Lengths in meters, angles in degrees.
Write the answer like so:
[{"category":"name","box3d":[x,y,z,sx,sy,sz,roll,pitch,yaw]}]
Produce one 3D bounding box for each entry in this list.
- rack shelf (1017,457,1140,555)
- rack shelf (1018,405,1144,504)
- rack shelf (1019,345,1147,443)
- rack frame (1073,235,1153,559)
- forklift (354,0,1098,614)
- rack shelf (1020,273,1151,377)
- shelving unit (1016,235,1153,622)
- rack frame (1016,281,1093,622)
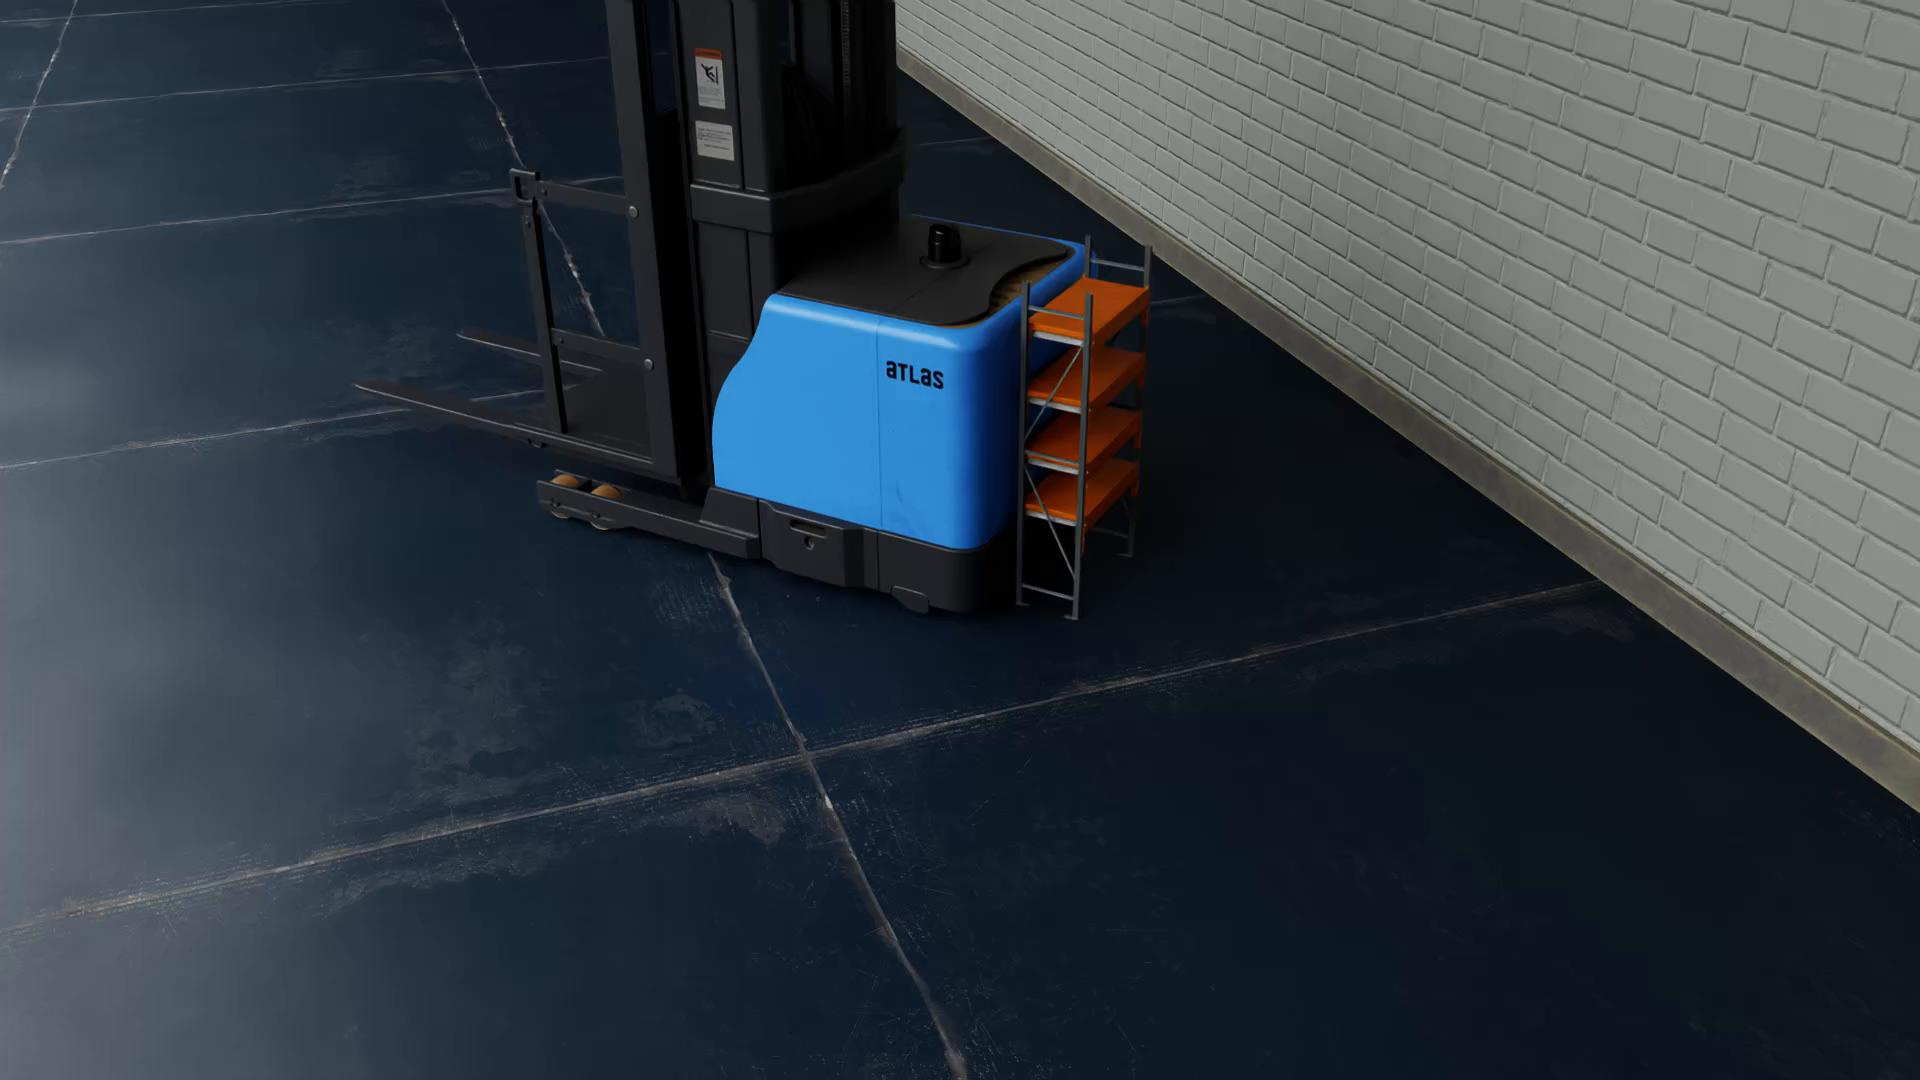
[{"category":"rack shelf","box3d":[0.419,-0.146,5.831,0.258,0.148,0.480,15,33,24]},{"category":"rack shelf","box3d":[0.420,-0.318,5.732,0.258,0.148,0.480,15,33,24]},{"category":"rack shelf","box3d":[0.420,-0.513,5.621,0.258,0.148,0.480,15,33,24]},{"category":"rack frame","box3d":[0.534,-0.483,5.886,0.240,1.200,0.015,15,33,24]},{"category":"forklift","box3d":[-1.039,-1.525,5.965,3.031,2.935,1.130,15,33,24]},{"category":"rack shelf","box3d":[0.420,-0.718,5.504,0.258,0.148,0.480,15,33,24]},{"category":"shelving unit","box3d":[0.420,-0.377,5.699,0.258,1.200,0.503,15,33,24]},{"category":"rack frame","box3d":[0.305,-0.270,5.511,0.240,1.200,0.015,15,33,24]}]
